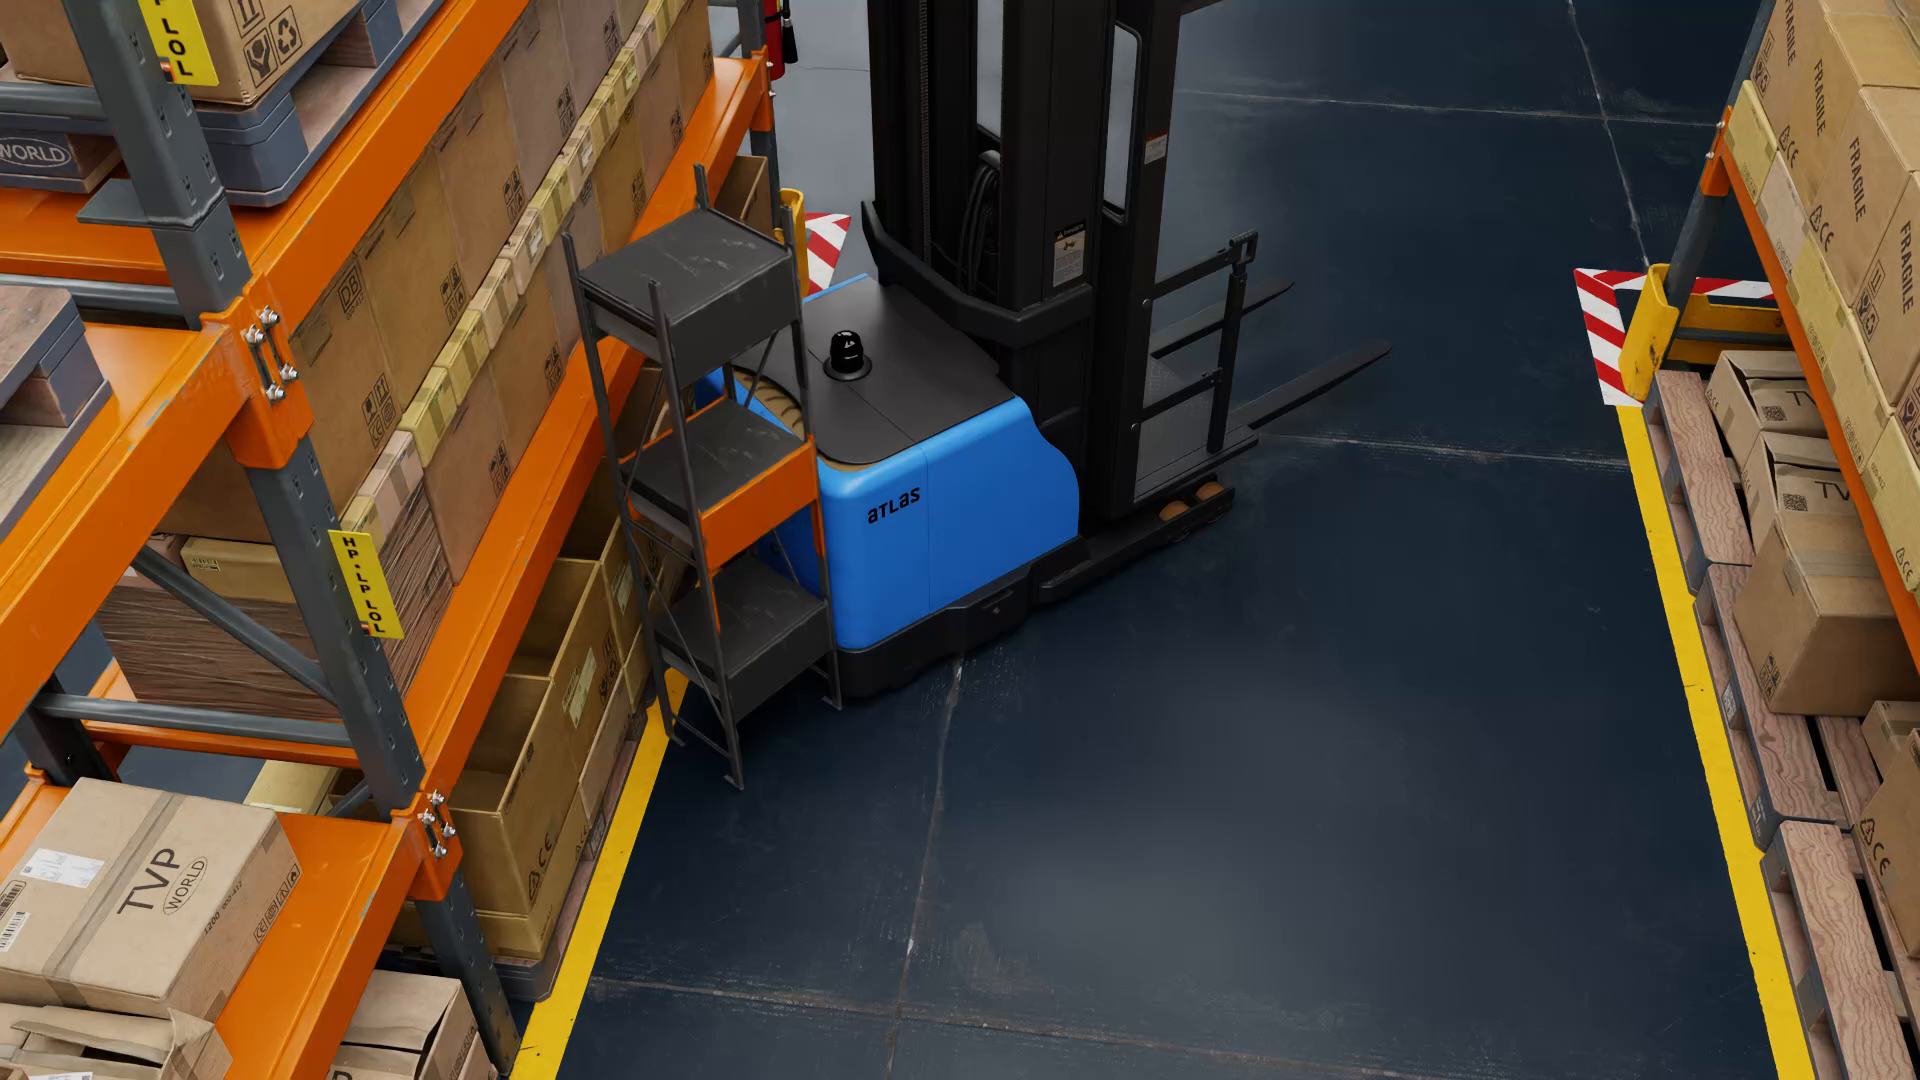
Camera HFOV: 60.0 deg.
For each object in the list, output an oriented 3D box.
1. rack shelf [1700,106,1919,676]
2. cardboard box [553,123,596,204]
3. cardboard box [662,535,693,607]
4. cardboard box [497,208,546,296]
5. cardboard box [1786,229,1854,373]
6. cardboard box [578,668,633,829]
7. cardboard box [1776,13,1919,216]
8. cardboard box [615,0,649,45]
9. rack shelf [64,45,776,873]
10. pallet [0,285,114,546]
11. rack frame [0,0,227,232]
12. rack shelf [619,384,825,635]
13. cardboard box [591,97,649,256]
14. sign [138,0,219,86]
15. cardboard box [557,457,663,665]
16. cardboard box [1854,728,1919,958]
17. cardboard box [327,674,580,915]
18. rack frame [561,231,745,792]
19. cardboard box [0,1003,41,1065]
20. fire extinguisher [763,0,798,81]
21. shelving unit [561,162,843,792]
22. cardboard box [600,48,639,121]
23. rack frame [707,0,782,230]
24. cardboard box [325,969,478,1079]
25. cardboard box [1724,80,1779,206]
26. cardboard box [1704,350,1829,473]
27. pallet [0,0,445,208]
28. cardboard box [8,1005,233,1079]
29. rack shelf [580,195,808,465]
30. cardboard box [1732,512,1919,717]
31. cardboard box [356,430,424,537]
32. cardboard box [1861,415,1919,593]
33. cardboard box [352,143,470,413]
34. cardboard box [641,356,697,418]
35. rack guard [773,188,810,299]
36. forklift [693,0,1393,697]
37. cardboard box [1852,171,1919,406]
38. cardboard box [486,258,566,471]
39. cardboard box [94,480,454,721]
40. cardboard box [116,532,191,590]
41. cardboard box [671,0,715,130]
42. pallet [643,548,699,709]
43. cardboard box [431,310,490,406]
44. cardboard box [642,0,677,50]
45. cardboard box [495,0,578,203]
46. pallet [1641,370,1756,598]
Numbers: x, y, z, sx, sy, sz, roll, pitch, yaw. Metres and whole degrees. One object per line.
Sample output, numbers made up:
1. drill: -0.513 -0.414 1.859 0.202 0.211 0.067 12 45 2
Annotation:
1. rack shelf: 3.322 -0.203 5.306 1.077 0.370 4.000 5 44 6
2. cardboard box: -1.389 -1.212 5.304 0.380 0.149 0.250 5 44 5
3. cardboard box: -1.288 -0.014 6.277 0.500 0.250 0.500 5 44 6
4. cardboard box: -1.459 -0.865 4.938 0.380 0.149 0.250 4 44 4
5. cardboard box: 3.080 -0.775 5.481 0.500 0.250 0.500 5 44 5
6. cardboard box: -1.420 0.668 5.558 0.500 0.250 0.500 5 44 6
7. cardboard box: 3.150 -1.419 5.616 0.500 0.500 0.500 5 44 6
8. cardboard box: -1.469 -2.071 5.739 0.700 0.500 0.500 4 44 4
9. rack shelf: -1.588 -0.651 5.779 1.077 0.370 4.000 5 44 6
10. pallet: -1.957 0.033 2.491 0.805 0.209 1.217 4 44 4
11. rack frame: -1.853 -1.728 2.030 1.000 3.000 0.127 5 44 6
12. rack shelf: -0.766 -0.103 5.342 0.431 0.518 0.480 30 51 30
13. cardboard box: -1.534 -1.299 5.867 0.700 0.500 0.500 6 44 6
14. sign: -1.314 -0.898 2.730 0.100 0.325 0.005 5 44 6
15. cardboard box: -1.349 0.055 5.659 0.500 0.500 0.500 5 44 6
16. cardboard box: 3.156 0.935 5.079 0.500 0.500 0.500 2 43 2
17. cardboard box: -1.481 0.737 4.939 0.500 0.500 0.500 5 44 6
18. rack frame: -0.927 0.013 5.200 0.400 2.100 0.015 30 51 30
19. cardboard box: -2.173 1.127 3.561 0.380 0.149 0.250 5 44 6
20. fire extinguisher: -0.848 -2.286 7.039 0.296 0.674 0.183 5 44 6
21. shelving unit: -0.766 -0.113 5.333 0.431 2.100 0.503 30 51 30
22. cardboard box: -1.322 -1.567 5.678 0.380 0.149 0.250 6 44 7
23. rack frame: -1.324 -2.275 6.971 1.000 3.000 0.127 5 44 6
24. cardboard box: -1.622 1.395 4.382 0.500 0.311 0.500 5 44 6
25. cardboard box: 3.208 -1.477 6.223 0.500 0.250 0.500 4 44 4
26. cardboard box: 3.406 -0.548 6.782 0.500 0.311 0.500 1 43 1
27. pallet: -1.766 -1.190 3.708 1.003 0.211 1.213 5 44 6
28. cardboard box: -1.787 1.115 3.488 0.396 0.266 0.258 4 44 4
29. rack shelf: -0.779 -0.619 4.870 0.431 0.518 0.480 30 51 30
30. cardboard box: 3.184 0.268 5.784 0.700 0.500 0.500 3 44 3
31. cardboard box: -1.592 -0.158 4.191 0.380 0.149 0.250 6 44 6
32. cardboard box: 2.945 -0.088 4.756 0.500 0.250 0.500 5 44 5
33. cardboard box: -1.735 -0.704 4.296 0.700 0.500 0.500 5 44 5
34. cardboard box: -1.218 -0.626 6.379 0.500 0.500 0.500 5 44 6
35. rack guard: -1.321 -1.384 7.848 1.175 0.500 0.348 5 44 6
36. forklift: 0.503 -1.323 6.015 3.031 2.935 1.130 -27 50 -26
37. cardboard box: 3.020 -0.714 4.872 0.500 0.500 0.500 6 44 7
38. cardboard box: -1.667 -0.590 5.119 0.700 0.500 0.500 6 44 6
39. cardboard box: -1.800 0.111 4.378 0.700 0.500 0.500 4 44 4
40. cardboard box: -2.029 -0.026 4.051 0.380 0.149 0.250 5 44 5
41. cardboard box: -1.398 -1.995 6.602 0.700 0.500 0.500 5 44 6
42. pallet: -1.547 0.091 6.500 1.003 0.211 1.213 5 44 6
43. cardboard box: -1.527 -0.513 4.565 0.380 0.149 0.250 5 44 5
44. cardboard box: -1.253 -1.917 6.048 0.380 0.149 0.250 5 44 5
45. cardboard box: -1.601 -1.386 5.016 0.700 0.500 0.500 5 44 6
46. pallet: 3.434 -0.213 6.821 1.003 0.211 1.213 5 44 6
